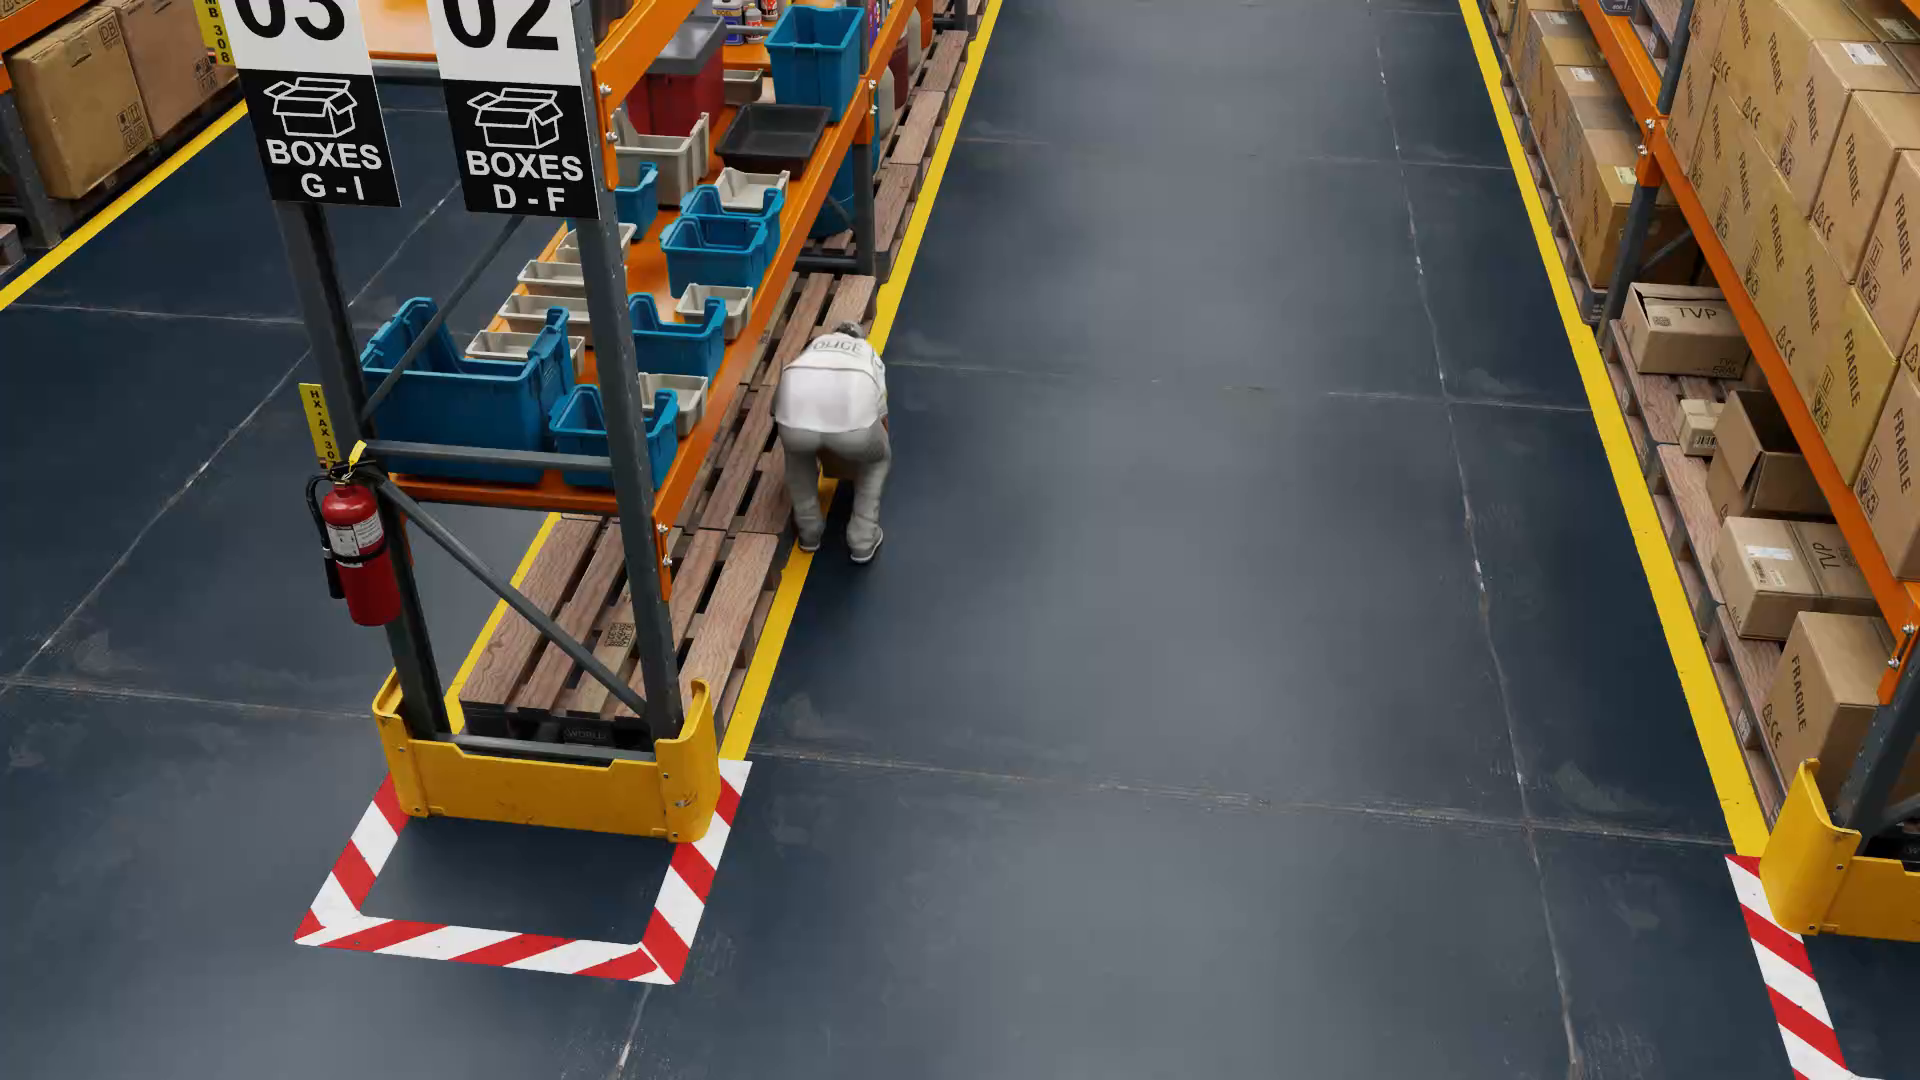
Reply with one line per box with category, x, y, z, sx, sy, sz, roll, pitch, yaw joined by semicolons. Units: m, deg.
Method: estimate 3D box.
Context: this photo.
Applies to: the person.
person;-0.542;-0.476;7.365;0.490;0.990;0.945;2;36;3
